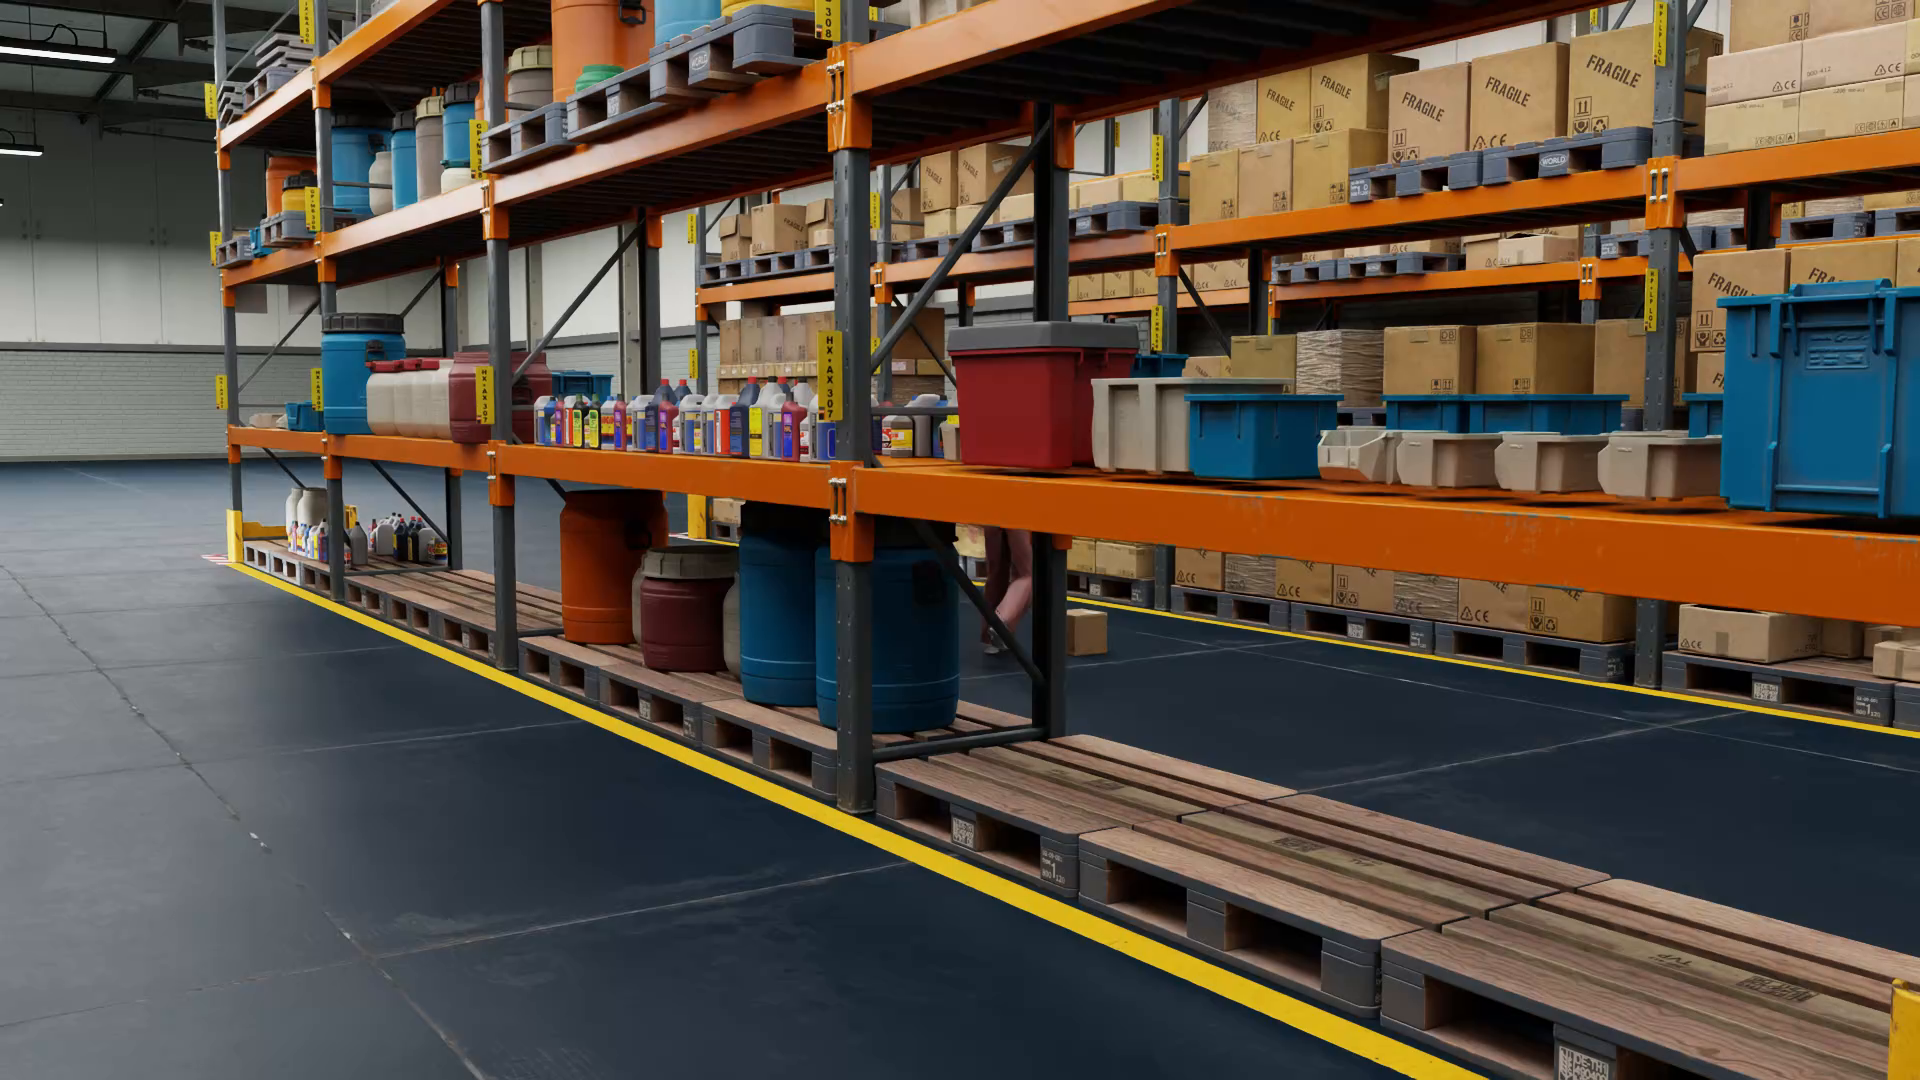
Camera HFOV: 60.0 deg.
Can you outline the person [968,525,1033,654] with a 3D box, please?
[{"bbox_3d":[0.270,-0.113,9.923,0.504,1.649,0.739,3,6,36],"label":"person"}]
